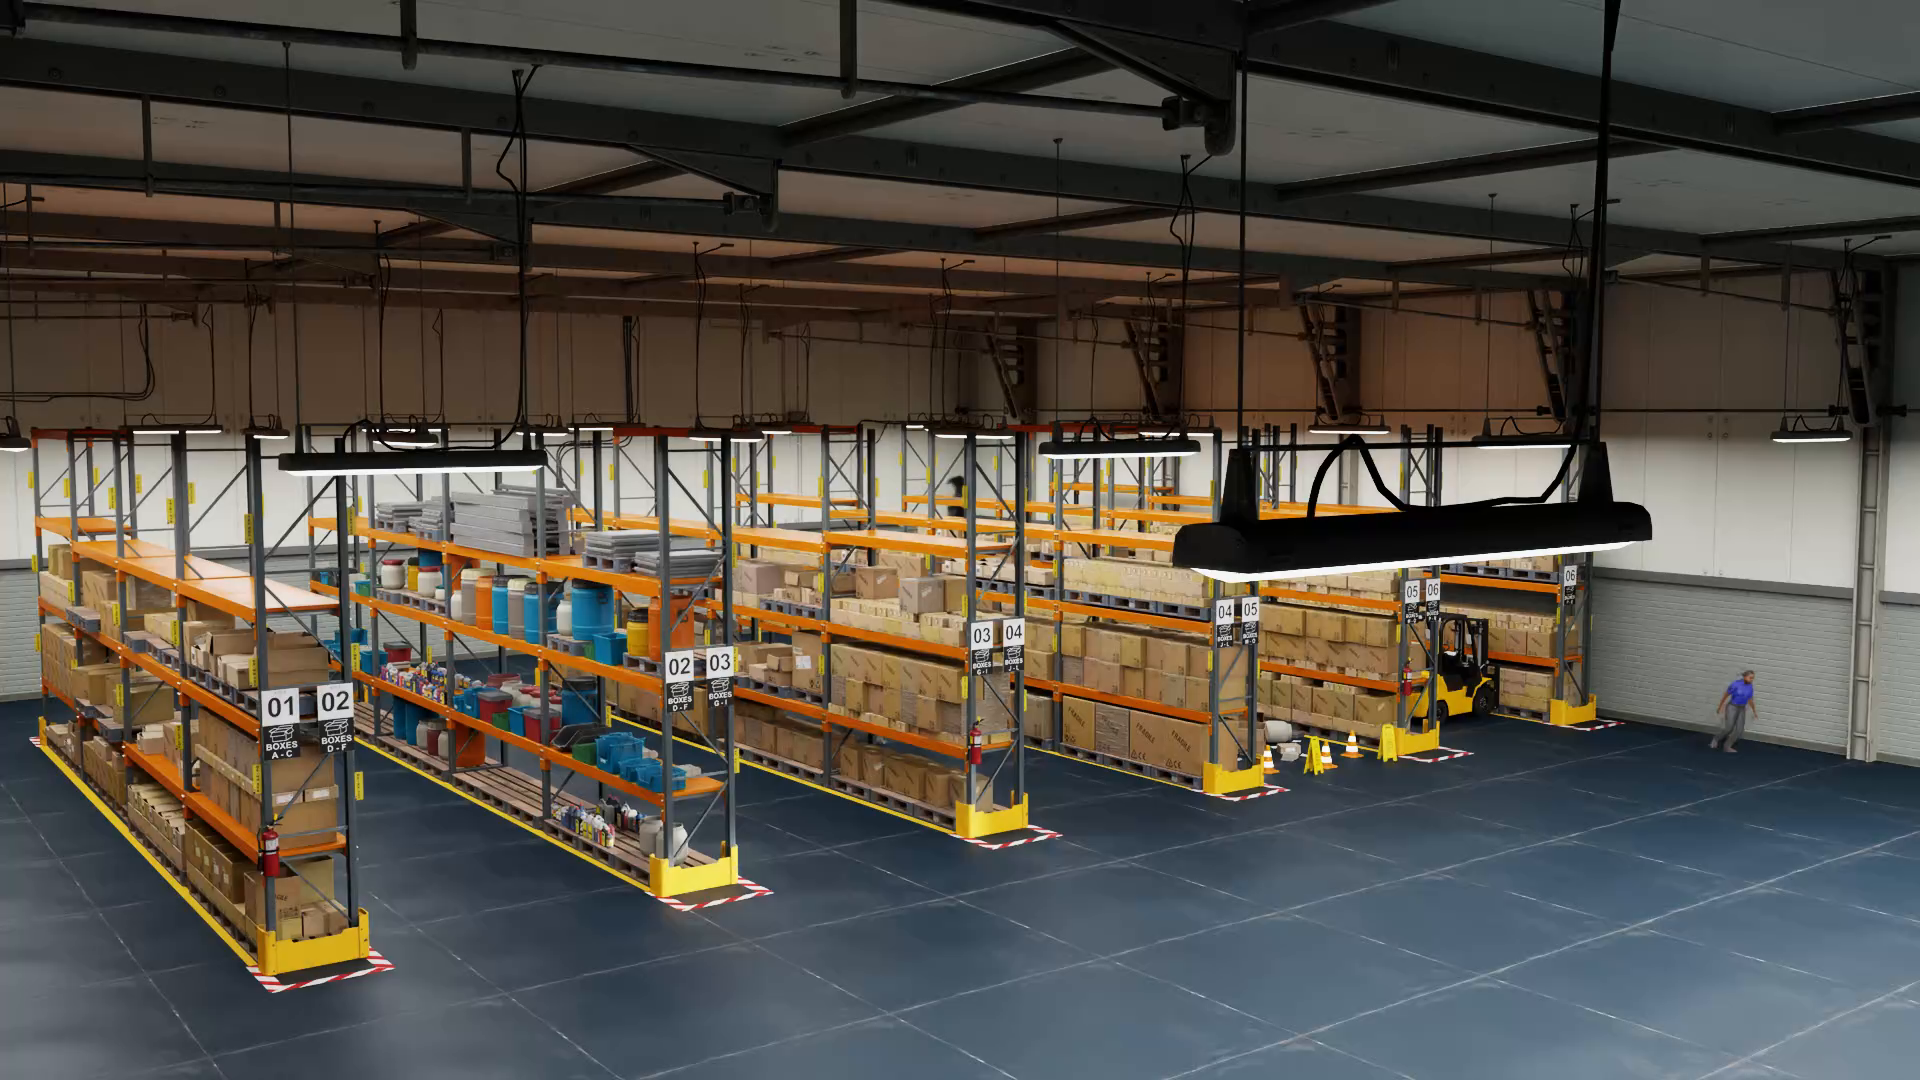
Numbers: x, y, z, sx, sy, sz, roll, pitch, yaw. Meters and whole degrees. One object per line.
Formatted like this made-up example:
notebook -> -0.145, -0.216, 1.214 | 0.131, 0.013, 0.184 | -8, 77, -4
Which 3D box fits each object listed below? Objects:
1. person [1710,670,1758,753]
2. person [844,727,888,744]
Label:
person -> 14.246, 3.139, 30.584 | 0.710, 1.573, 0.599 | -1, 5, -12
person -> -1.753, 2.998, 31.561 | 1.000, 1.752, 0.668 | 3, 6, 36
